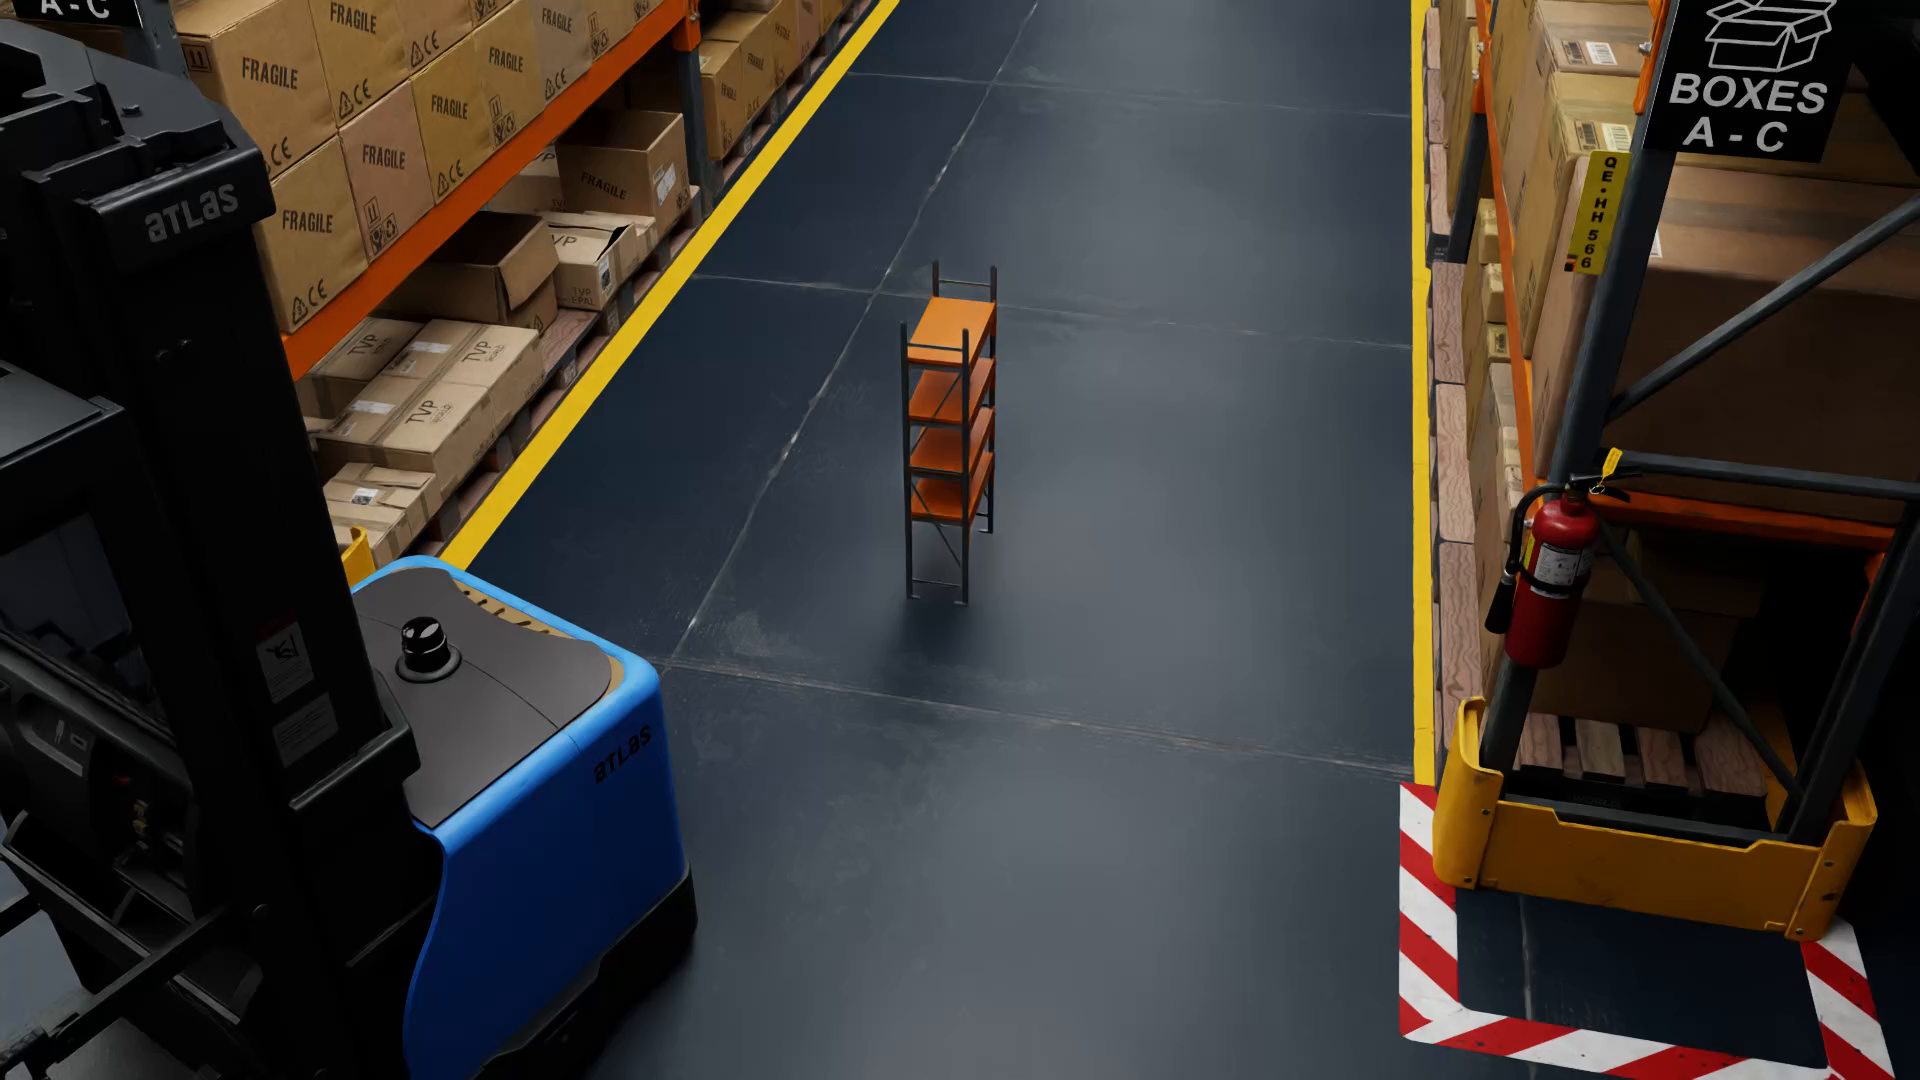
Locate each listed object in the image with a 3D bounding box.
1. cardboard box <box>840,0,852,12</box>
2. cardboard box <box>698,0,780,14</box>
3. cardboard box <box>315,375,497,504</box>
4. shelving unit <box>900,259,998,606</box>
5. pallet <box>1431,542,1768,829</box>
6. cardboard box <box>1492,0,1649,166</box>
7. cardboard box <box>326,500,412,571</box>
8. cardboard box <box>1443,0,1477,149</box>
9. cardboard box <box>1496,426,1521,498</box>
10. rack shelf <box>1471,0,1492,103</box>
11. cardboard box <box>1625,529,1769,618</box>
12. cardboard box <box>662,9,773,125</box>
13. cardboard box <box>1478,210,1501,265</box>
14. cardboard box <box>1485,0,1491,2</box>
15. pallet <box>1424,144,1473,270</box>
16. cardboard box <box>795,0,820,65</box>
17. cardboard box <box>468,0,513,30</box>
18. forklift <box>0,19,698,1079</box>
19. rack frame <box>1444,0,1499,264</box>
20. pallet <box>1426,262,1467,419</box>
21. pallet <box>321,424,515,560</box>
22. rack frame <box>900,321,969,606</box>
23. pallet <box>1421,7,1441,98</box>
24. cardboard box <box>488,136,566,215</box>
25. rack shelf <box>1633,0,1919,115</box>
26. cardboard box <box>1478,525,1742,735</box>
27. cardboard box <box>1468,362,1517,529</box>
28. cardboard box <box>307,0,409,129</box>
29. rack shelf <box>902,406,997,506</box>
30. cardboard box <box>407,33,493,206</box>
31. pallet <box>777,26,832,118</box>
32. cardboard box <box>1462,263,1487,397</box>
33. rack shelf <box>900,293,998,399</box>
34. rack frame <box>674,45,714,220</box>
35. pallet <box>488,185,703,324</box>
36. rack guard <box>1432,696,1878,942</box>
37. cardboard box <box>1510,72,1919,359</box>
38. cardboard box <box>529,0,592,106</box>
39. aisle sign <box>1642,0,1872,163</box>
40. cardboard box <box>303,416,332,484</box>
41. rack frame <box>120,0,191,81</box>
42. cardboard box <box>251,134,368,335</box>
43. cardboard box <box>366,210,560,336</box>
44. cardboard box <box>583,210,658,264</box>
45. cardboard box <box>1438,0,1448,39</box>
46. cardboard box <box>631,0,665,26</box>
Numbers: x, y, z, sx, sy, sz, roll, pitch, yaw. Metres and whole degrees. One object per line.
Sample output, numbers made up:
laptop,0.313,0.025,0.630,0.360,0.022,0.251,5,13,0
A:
cardboard box,-0.992,-3.974,11.432,0.500,0.500,0.500,9,37,12
cardboard box,-1.321,-3.370,9.960,0.500,0.250,0.500,7,37,10
cardboard box,-2.231,-0.415,6.734,0.500,0.250,0.500,7,37,10
shelving unit,-0.035,-0.391,6.267,0.258,1.200,0.503,7,37,10
pallet,2.204,0.493,5.891,1.003,0.211,1.213,7,37,10
cardboard box,2.671,-1.856,6.500,0.980,0.700,0.700,6,36,9
cardboard box,-2.306,-0.008,6.259,0.380,0.149,0.250,7,37,10
cardboard box,3.163,-2.660,9.338,0.750,0.750,0.750,8,37,11
cardboard box,2.065,-0.246,5.753,0.380,0.149,0.250,8,37,11
rack shelf,3.391,-3.317,9.383,1.077,0.370,4.000,7,37,10
cardboard box,2.330,0.094,5.284,0.380,0.149,0.250,8,37,10
cardboard box,-1.432,-2.800,9.813,0.500,0.500,0.500,8,37,11
cardboard box,2.453,-1.293,7.197,0.380,0.149,0.250,8,37,12
cardboard box,2.790,-2.745,8.178,0.380,0.149,0.250,8,37,11
pallet,3.055,-1.784,9.032,1.003,0.211,1.213,7,37,10
cardboard box,-1.209,-3.376,10.607,0.500,0.500,0.500,6,36,8
cardboard box,-2.055,-2.332,6.474,0.500,0.500,0.500,7,37,10
forklift,-2.035,0.578,3.455,1.130,2.935,3.031,22,41,27
rack frame,2.964,-2.462,7.590,1.000,3.000,0.127,7,37,10
pallet,2.725,-0.906,7.821,1.003,0.211,1.213,7,37,10
pallet,-2.545,-0.159,6.789,1.003,0.211,1.213,7,37,10
rack frame,-0.087,-0.251,6.074,0.240,1.200,0.015,7,37,10
pallet,3.576,-3.183,10.962,1.003,0.211,1.213,7,37,10
cardboard box,-2.177,-1.956,8.809,0.500,0.311,0.500,7,37,10
rack shelf,2.537,-2.238,5.339,1.077,0.370,4.000,7,37,10
cardboard box,2.161,0.260,5.608,0.700,0.500,0.500,7,37,10
cardboard box,2.375,-0.315,6.401,0.700,0.500,0.500,6,36,8
cardboard box,-2.274,-1.754,5.677,0.500,0.500,0.500,8,37,10
rack shelf,-0.035,-0.336,6.306,0.258,0.148,0.480,7,37,10
cardboard box,-2.163,-1.633,6.362,0.500,0.500,0.500,7,37,10
pallet,-1.481,-3.124,10.880,1.003,0.211,1.213,7,37,10
cardboard box,2.593,-0.916,7.230,0.700,0.500,0.500,7,37,9
rack shelf,-0.035,-0.709,6.036,0.258,0.148,0.480,7,37,10
rack frame,-1.876,-3.080,8.444,1.000,3.000,0.127,7,37,10
pallet,-2.024,-1.558,8.719,1.003,0.211,1.213,7,37,10
rack guard,2.104,0.858,5.141,1.175,0.500,0.348,7,37,10
cardboard box,2.353,-1.002,5.321,0.980,0.700,0.700,7,37,10
cardboard box,-1.949,-2.212,7.160,0.500,0.500,0.500,8,37,11
aisle sign,1.801,-1.217,3.658,0.394,0.787,0.004,7,37,10
cardboard box,-2.681,-0.382,6.760,0.380,0.166,0.250,7,37,10
rack frame,-2.731,-0.787,5.280,1.000,3.000,0.127,7,37,10
cardboard box,-2.378,-1.049,5.556,0.500,0.500,0.500,8,37,11
cardboard box,-2.273,-1.170,7.561,0.797,0.503,0.637,7,37,10
cardboard box,-1.742,-1.519,8.345,0.380,0.149,0.250,7,37,10
cardboard box,3.533,-3.649,10.703,0.750,0.750,0.750,7,36,9
cardboard box,-1.732,-2.802,7.975,0.500,0.500,0.500,8,37,11
